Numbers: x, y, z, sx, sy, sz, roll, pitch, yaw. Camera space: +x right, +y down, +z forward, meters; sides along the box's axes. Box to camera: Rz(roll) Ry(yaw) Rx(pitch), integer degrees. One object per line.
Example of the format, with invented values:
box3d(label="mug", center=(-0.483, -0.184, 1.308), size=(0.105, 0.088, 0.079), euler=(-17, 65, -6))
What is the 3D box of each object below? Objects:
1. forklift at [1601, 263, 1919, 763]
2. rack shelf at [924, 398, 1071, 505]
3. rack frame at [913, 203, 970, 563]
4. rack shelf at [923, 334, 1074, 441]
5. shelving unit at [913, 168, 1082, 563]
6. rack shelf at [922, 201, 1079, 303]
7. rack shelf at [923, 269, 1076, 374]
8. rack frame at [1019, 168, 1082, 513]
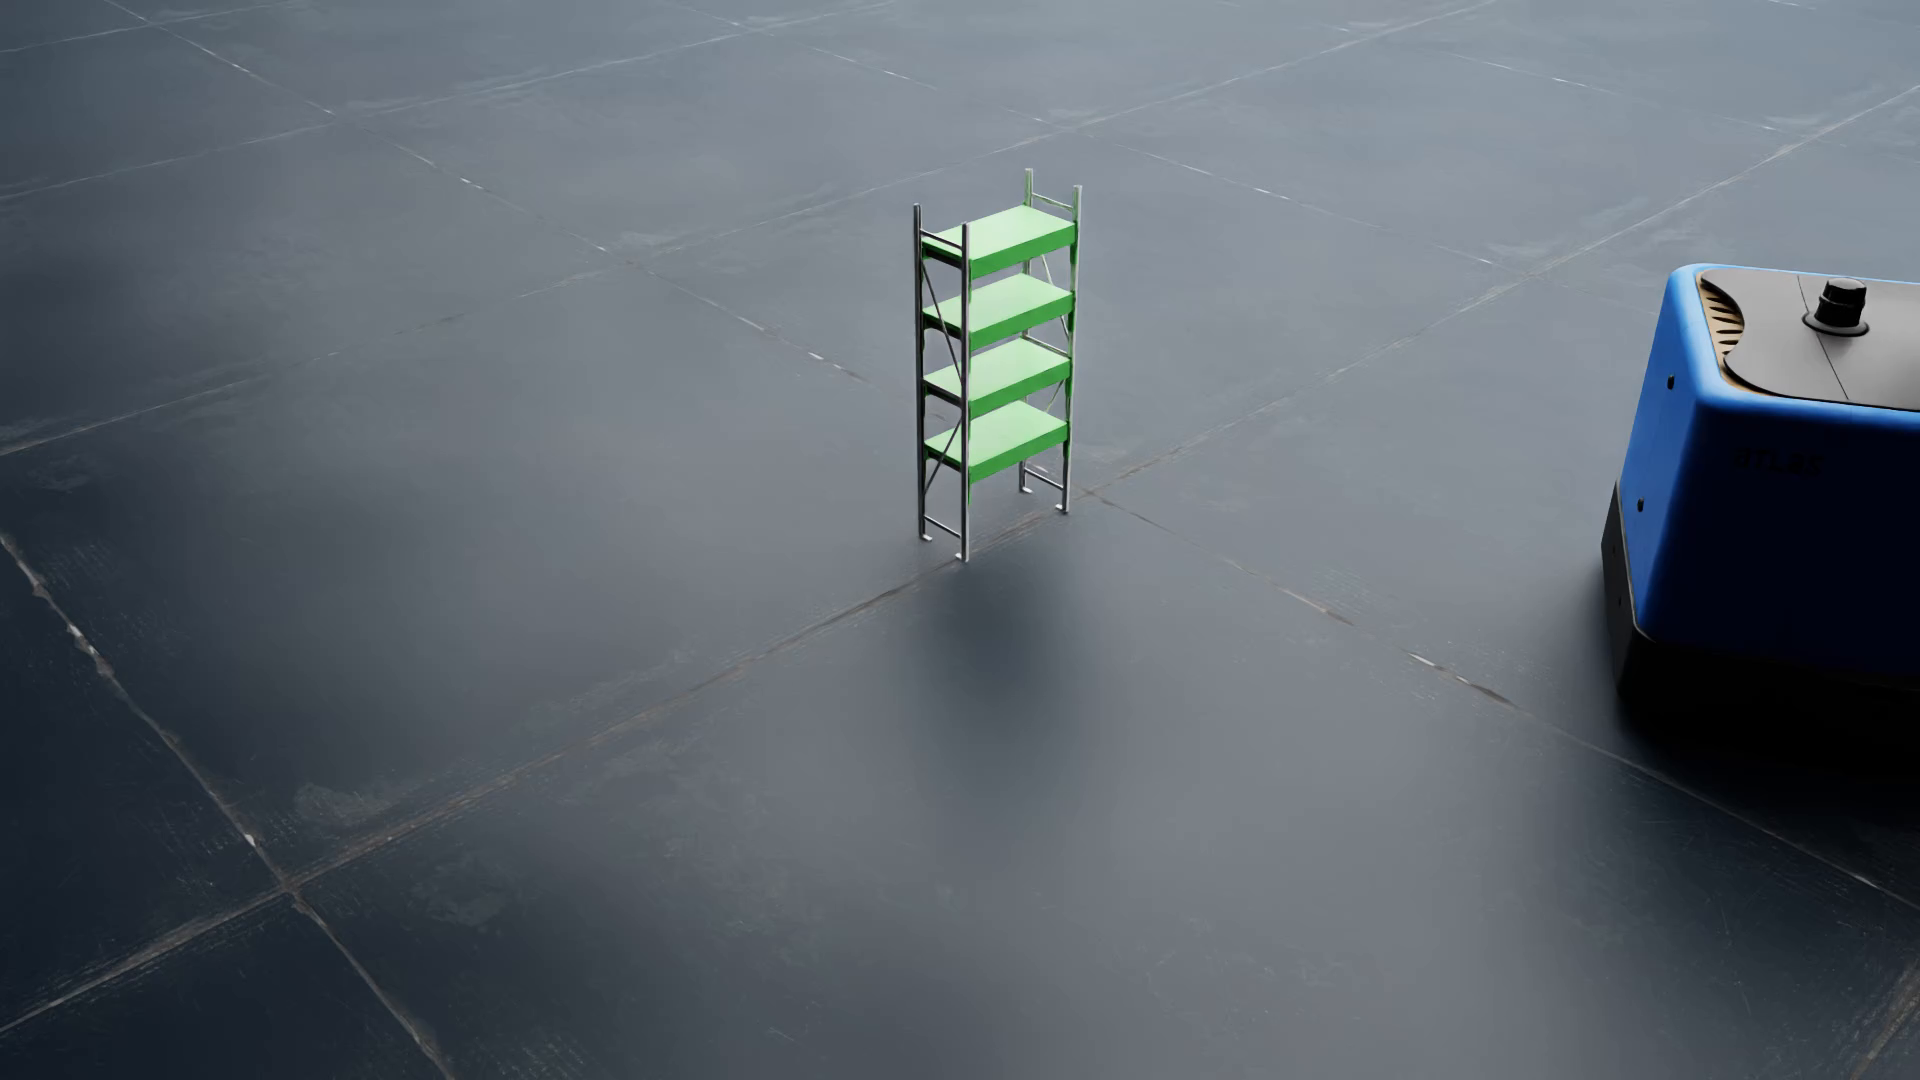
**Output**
box3d(label="forklift", center=(3.502, -0.751, 4.169), size=(3.031, 2.935, 1.130), euler=(8, 32, 13))
box3d(label="rack shelf", center=(0.121, -0.311, 5.692), size=(0.480, 0.148, 0.258), euler=(-26, 40, -35))
box3d(label="rack frame", center=(-0.058, -0.484, 5.391), size=(0.015, 1.200, 0.240), euler=(-26, 40, -35))
box3d(label="rack shelf", center=(0.121, -0.516, 5.566), size=(0.480, 0.148, 0.258), euler=(-26, 40, -35))
box3d(label="shelving unit", center=(0.121, -0.571, 5.533), size=(0.503, 1.200, 0.258), euler=(-26, 40, -35))
box3d(label="rack shelf", center=(0.121, -0.926, 5.316), size=(0.480, 0.148, 0.258), euler=(-26, 40, -35))
box3d(label="rack shelf", center=(0.121, -0.721, 5.441), size=(0.480, 0.148, 0.258), euler=(-26, 40, -35))
box3d(label="rack frame", center=(0.300, -0.657, 5.675), size=(0.015, 1.200, 0.240), euler=(-26, 40, -35))
